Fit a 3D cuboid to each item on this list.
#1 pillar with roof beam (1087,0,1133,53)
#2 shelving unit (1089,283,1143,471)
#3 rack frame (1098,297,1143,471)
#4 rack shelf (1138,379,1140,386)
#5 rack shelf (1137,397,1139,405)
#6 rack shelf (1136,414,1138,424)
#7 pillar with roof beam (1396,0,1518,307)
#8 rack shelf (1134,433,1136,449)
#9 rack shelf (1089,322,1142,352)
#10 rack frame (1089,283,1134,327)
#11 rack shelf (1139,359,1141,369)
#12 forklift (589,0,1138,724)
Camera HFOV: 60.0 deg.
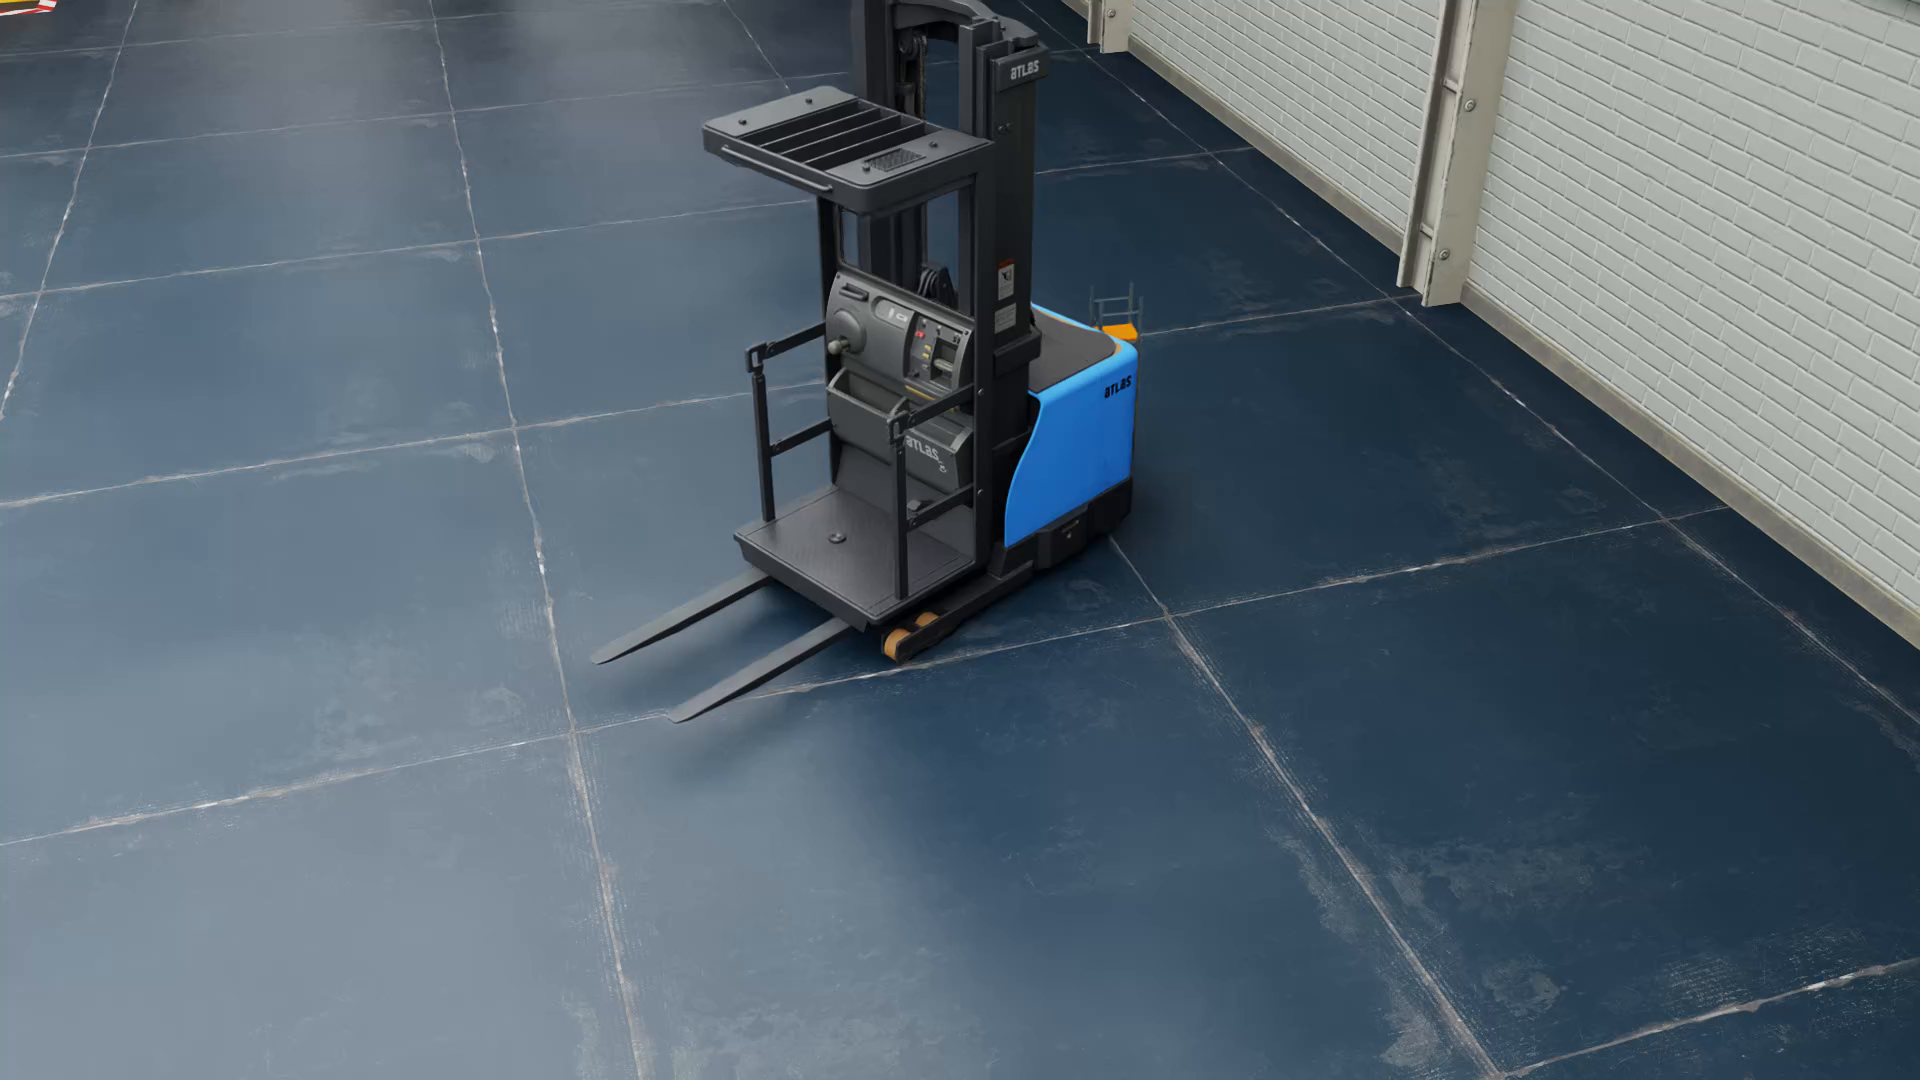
[{"bbox_3d":[-2.625,-7.922,12.896,9.100,9.000,0.400,-10,35,-15],"label":"pillar with roof beam"},{"bbox_3d":[0.843,-0.826,9.229,0.258,1.200,0.189,-7,34,-9],"label":"shelving unit"},{"bbox_3d":[0.861,-0.777,9.154,0.240,1.200,0.006,-7,34,-9],"label":"rack frame"},{"bbox_3d":[0.843,-0.890,9.188,0.258,0.103,0.180,-7,34,-9],"label":"rack shelf"},{"bbox_3d":[0.843,-0.789,9.254,0.258,0.103,0.180,-7,34,-9],"label":"rack shelf"},{"bbox_3d":[0.844,-0.689,9.320,0.258,0.103,0.180,-7,34,-9],"label":"rack shelf"},{"bbox_3d":[-0.795,-4.772,8.129,9.100,9.000,0.400,-10,35,-15],"label":"pillar with roof beam"},{"bbox_3d":[0.845,-0.589,9.385,0.258,0.103,0.180,-7,34,-9],"label":"rack shelf"},{"bbox_3d":[0.841,-1.090,9.056,0.258,0.103,0.180,-7,34,-9],"label":"rack shelf"},{"bbox_3d":[0.825,-0.875,9.305,0.240,1.200,0.006,-7,34,-9],"label":"rack frame"},{"bbox_3d":[0.842,-0.990,9.122,0.258,0.103,0.180,-7,34,-9],"label":"rack shelf"},{"bbox_3d":[-0.448,-0.942,7.837,1.130,2.935,3.031,28,43,36],"label":"forklift"}]
